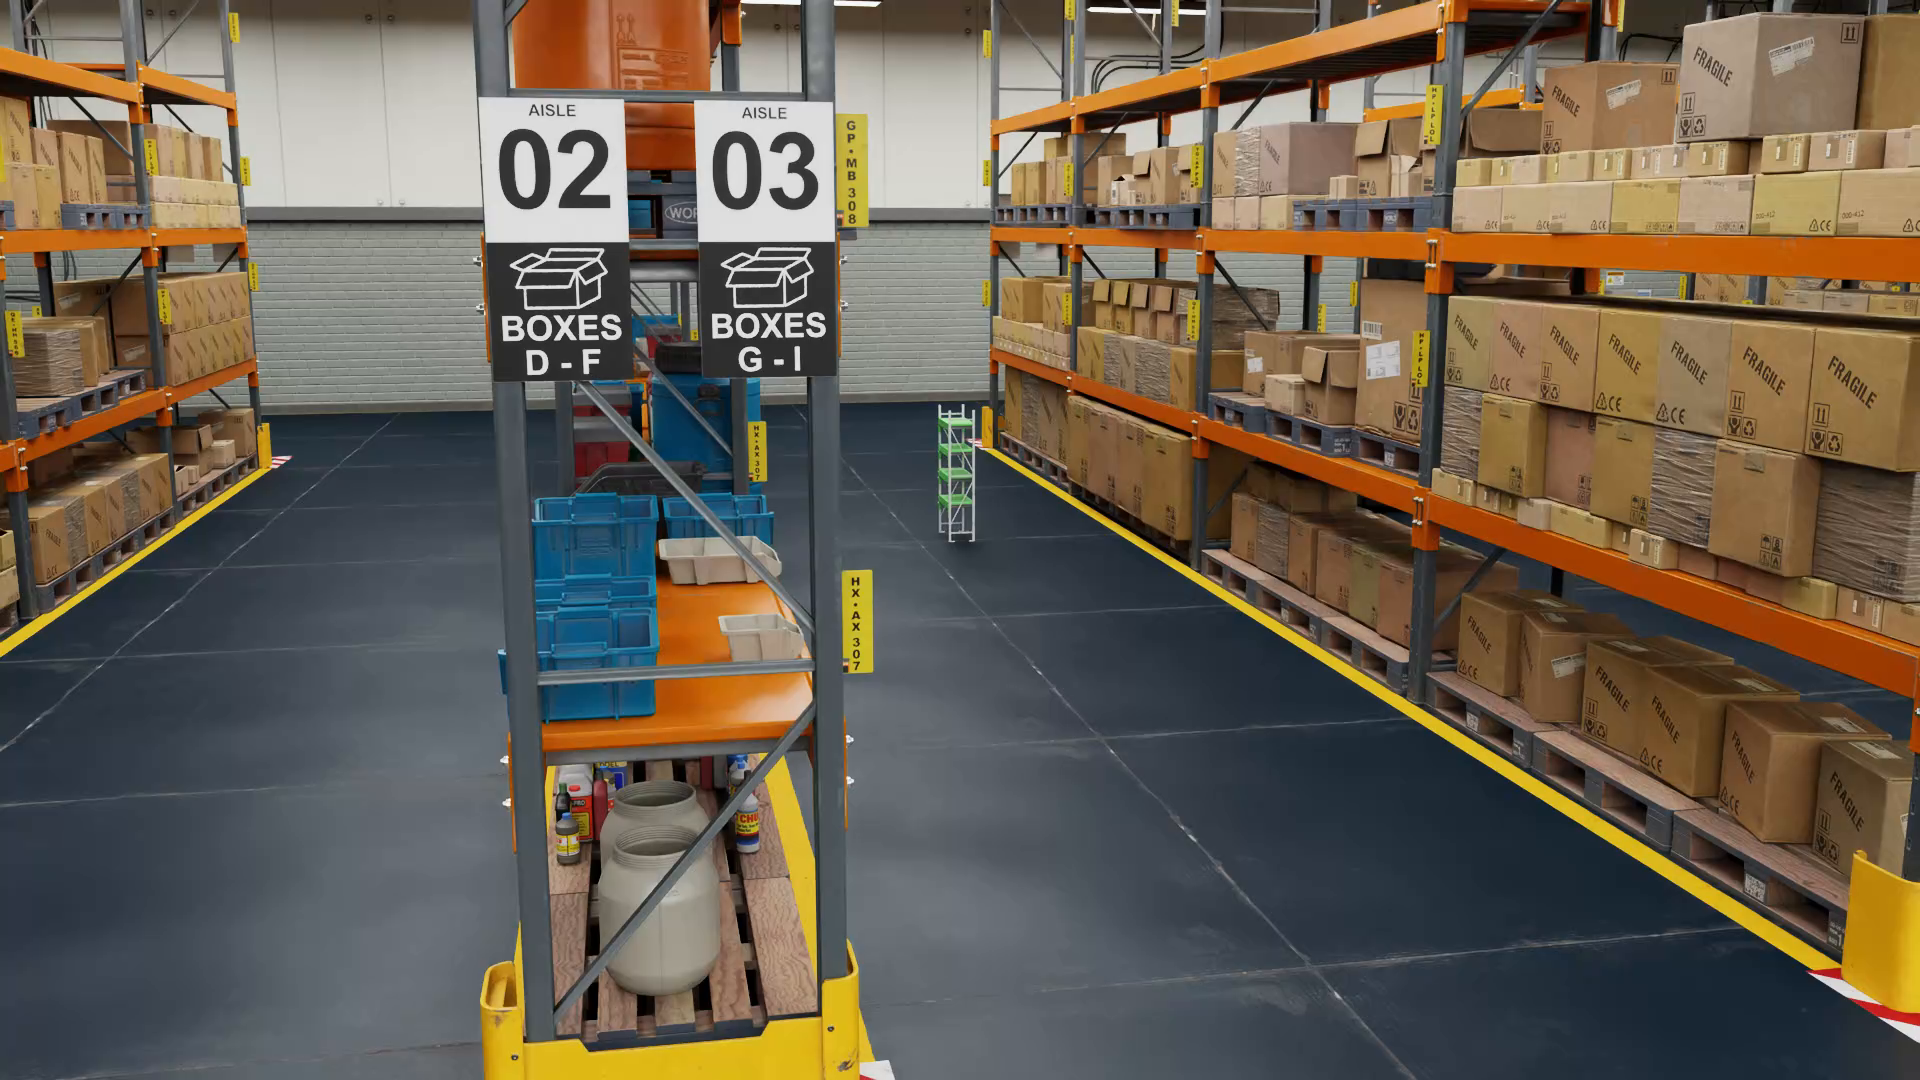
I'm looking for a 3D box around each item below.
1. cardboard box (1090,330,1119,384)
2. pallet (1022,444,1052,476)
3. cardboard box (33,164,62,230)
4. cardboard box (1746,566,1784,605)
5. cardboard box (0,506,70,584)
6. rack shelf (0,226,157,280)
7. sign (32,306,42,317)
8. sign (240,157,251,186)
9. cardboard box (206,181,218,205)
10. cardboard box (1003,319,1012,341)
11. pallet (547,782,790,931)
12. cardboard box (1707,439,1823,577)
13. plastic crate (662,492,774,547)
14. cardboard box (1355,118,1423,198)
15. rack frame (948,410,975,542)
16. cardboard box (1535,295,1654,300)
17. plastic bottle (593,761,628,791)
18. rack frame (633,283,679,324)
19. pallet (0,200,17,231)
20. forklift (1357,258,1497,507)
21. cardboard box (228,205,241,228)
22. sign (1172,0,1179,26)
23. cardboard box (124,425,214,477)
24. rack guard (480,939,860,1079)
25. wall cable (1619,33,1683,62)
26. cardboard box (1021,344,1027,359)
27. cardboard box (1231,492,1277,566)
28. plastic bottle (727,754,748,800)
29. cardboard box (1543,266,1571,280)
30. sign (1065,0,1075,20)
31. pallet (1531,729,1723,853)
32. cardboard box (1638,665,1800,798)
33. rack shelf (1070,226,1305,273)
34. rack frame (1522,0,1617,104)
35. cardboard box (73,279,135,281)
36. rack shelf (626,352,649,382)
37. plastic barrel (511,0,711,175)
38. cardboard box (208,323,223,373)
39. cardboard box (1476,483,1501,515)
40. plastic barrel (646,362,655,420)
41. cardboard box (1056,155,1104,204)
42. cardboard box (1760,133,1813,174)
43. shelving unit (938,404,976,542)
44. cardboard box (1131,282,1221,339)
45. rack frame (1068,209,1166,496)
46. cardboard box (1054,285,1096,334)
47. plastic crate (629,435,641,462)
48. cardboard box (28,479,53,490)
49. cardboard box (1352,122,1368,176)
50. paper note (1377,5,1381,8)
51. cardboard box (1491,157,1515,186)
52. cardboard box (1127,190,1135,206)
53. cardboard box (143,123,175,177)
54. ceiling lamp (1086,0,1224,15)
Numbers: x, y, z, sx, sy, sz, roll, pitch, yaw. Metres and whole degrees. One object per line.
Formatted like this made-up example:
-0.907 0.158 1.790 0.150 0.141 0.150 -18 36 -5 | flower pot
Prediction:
1.607 -1.835 16.603 0.500 0.500 0.500 -2 11 -11 | cardboard box
1.352 -0.969 19.774 1.003 0.211 1.213 -2 11 -11 | pallet
-7.594 -2.669 12.961 0.910 0.500 0.500 -2 11 -11 | cardboard box
3.559 0.171 6.999 0.380 0.149 0.250 -2 11 -11 | cardboard box
-7.084 0.039 12.530 0.500 0.500 0.500 -2 11 -9 | cardboard box
-7.665 -2.366 13.558 1.077 0.370 4.000 -2 11 -11 | rack shelf
-8.585 -2.016 15.507 0.100 0.325 0.005 -2 11 -11 | sign
-8.284 -4.271 19.276 0.100 0.325 0.005 -2 11 -11 | sign
-8.291 -3.723 17.829 0.500 0.250 0.500 -2 11 -11 | cardboard box
0.822 -2.585 20.415 0.500 0.250 0.500 -2 11 -12 | cardboard box
-1.308 1.394 7.360 1.003 0.211 1.213 -2 11 -11 | pallet
3.703 -0.155 6.981 0.875 0.500 0.500 -2 11 -11 | cardboard box
-1.157 -0.058 7.932 0.499 0.251 0.616 -2 11 -11 | plastic crate
3.041 -2.498 10.929 0.797 0.503 0.637 -2 11 -9 | cardboard box
0.015 -0.575 15.062 0.240 1.200 0.015 -2 11 -11 | rack frame
3.577 -1.119 9.367 0.500 0.500 0.500 -2 11 -11 | cardboard box
-1.629 1.063 7.750 0.152 0.276 0.135 -2 11 -11 | plastic bottle
-3.973 -2.525 20.496 1.000 3.000 0.127 -2 11 -11 | rack frame
-7.057 -2.138 10.944 1.213 0.211 1.003 -2 11 -8 | pallet
4.824 -1.778 16.754 3.031 2.935 1.130 4 11 19 | forklift
-8.474 -3.661 18.842 0.500 0.250 0.500 -2 11 -11 | cardboard box
2.194 -5.439 17.047 0.100 0.325 0.005 -2 11 -11 | sign
-8.425 -0.946 17.700 0.797 0.503 0.637 -2 11 -11 | cardboard box
-0.922 1.625 5.376 1.175 0.500 0.348 -2 11 -11 | rack guard
12.702 -7.186 28.835 2.988 3.039 0.133 -2 11 -11 | wall cable
0.932 -2.223 19.579 0.380 0.149 0.250 -2 11 -12 | cardboard box
2.592 -0.104 13.284 0.700 0.500 0.500 -3 11 -14 | cardboard box
-1.033 1.071 7.721 0.097 0.271 0.097 0 11 0 | plastic bottle
6.700 -2.912 18.789 0.500 0.500 0.500 -2 11 -10 | cardboard box
1.115 -5.440 16.842 0.100 0.325 0.005 -2 11 -11 | sign
3.626 1.211 8.321 1.003 0.211 1.213 -2 11 -11 | pallet
3.640 0.912 8.000 0.500 0.500 0.500 -1 11 -6 | cardboard box
2.053 -2.725 15.447 1.077 0.370 4.000 -2 11 -11 | rack shelf
6.549 -5.081 17.877 1.000 3.000 0.127 -2 11 -11 | rack frame
-8.509 -2.330 16.527 0.500 0.500 0.500 -2 11 -12 | cardboard box
-3.584 -1.805 18.636 1.077 0.370 4.000 -2 11 -11 | rack shelf
-1.080 -1.566 5.162 0.600 0.830 0.708 -2 11 -11 | plastic barrel
-8.184 -2.044 17.697 0.500 0.500 0.500 -2 11 -12 | cardboard box
3.078 -0.240 9.159 0.380 0.149 0.250 -2 11 -11 | cardboard box
-2.029 -1.051 12.385 0.600 0.536 0.708 -2 11 -11 | plastic barrel
1.453 -3.891 17.992 0.700 0.500 0.500 -3 11 -14 | cardboard box
3.469 -1.550 6.682 0.380 0.149 0.250 -2 11 -11 | cardboard box
-0.032 -0.620 15.297 0.258 1.200 0.503 -2 11 -11 | shelving unit
2.054 -2.157 15.611 0.797 0.503 0.637 -2 11 -9 | cardboard box
1.664 -1.972 17.588 1.000 3.000 0.127 -2 11 -11 | rack frame
1.312 -2.487 17.896 0.500 0.500 0.500 -2 11 -9 | cardboard box
-2.254 -0.530 10.577 0.450 0.188 0.662 -2 11 -11 | plastic crate
-7.897 -0.221 13.896 0.500 0.500 0.500 -3 11 -13 | cardboard box
2.971 -2.743 12.013 0.500 0.500 0.500 -2 11 -10 | cardboard box
5.332 -6.793 21.172 0.001 0.032 0.123 -2 11 -11 | paper note
3.099 -1.983 8.959 0.380 0.149 0.250 -3 11 -14 | cardboard box
1.806 -3.250 15.828 0.380 0.149 0.250 -3 11 -13 | cardboard box
-8.144 -3.811 16.285 0.700 0.500 0.500 -2 11 -11 | cardboard box
2.851 -9.105 23.406 2.000 3.185 0.800 -2 11 -11 | ceiling lamp
